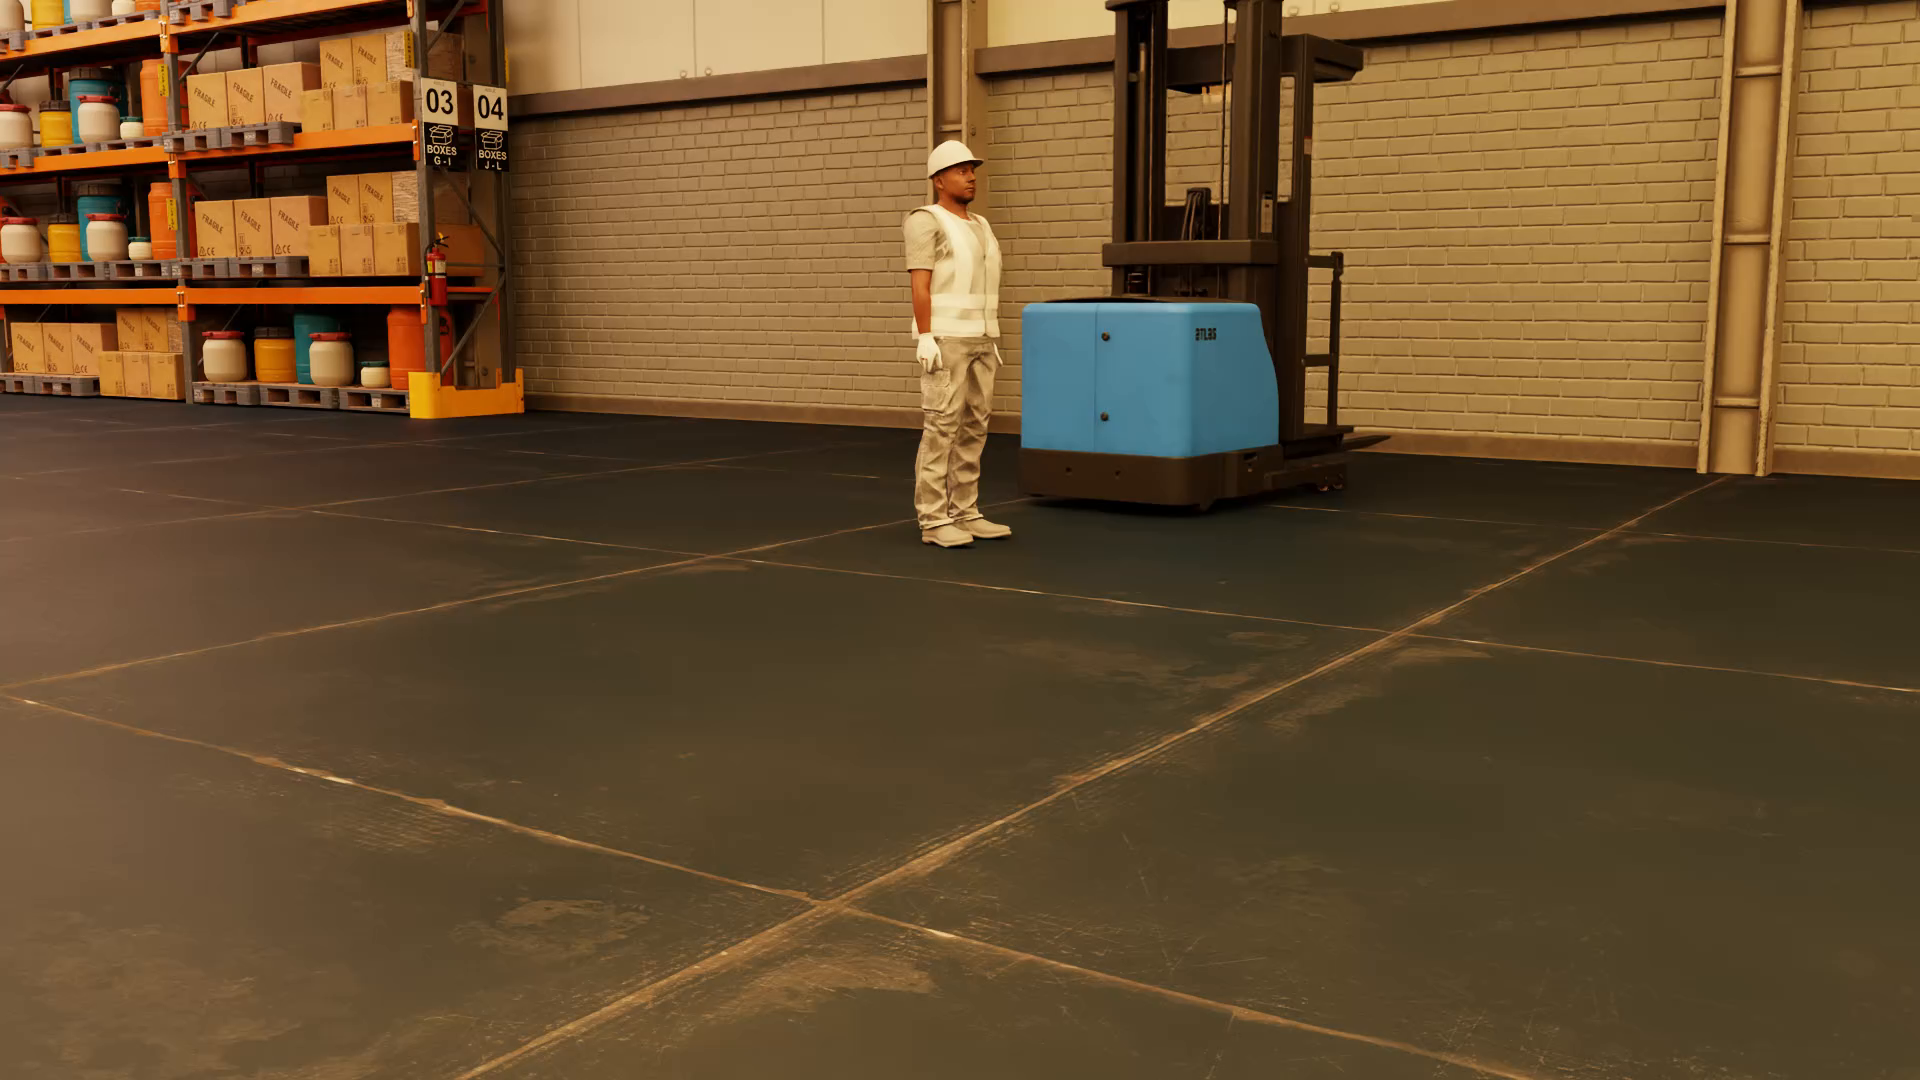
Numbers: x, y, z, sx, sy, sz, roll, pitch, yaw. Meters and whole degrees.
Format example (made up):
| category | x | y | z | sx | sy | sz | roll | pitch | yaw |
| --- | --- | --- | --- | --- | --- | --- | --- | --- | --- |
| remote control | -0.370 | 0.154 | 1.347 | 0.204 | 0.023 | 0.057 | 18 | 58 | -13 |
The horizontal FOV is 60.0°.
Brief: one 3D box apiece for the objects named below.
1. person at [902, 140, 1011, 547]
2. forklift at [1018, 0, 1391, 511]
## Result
| category | x | y | z | sx | sy | sz | roll | pitch | yaw |
| --- | --- | --- | --- | --- | --- | --- | --- | --- | --- |
| person | 0.003 | -0.883 | 7.479 | 0.387 | 1.789 | 0.543 | 5 | 10 | 34 |
| forklift | 1.601 | -1.759 | 9.563 | 1.130 | 2.935 | 3.031 | 6 | 10 | 37 |
